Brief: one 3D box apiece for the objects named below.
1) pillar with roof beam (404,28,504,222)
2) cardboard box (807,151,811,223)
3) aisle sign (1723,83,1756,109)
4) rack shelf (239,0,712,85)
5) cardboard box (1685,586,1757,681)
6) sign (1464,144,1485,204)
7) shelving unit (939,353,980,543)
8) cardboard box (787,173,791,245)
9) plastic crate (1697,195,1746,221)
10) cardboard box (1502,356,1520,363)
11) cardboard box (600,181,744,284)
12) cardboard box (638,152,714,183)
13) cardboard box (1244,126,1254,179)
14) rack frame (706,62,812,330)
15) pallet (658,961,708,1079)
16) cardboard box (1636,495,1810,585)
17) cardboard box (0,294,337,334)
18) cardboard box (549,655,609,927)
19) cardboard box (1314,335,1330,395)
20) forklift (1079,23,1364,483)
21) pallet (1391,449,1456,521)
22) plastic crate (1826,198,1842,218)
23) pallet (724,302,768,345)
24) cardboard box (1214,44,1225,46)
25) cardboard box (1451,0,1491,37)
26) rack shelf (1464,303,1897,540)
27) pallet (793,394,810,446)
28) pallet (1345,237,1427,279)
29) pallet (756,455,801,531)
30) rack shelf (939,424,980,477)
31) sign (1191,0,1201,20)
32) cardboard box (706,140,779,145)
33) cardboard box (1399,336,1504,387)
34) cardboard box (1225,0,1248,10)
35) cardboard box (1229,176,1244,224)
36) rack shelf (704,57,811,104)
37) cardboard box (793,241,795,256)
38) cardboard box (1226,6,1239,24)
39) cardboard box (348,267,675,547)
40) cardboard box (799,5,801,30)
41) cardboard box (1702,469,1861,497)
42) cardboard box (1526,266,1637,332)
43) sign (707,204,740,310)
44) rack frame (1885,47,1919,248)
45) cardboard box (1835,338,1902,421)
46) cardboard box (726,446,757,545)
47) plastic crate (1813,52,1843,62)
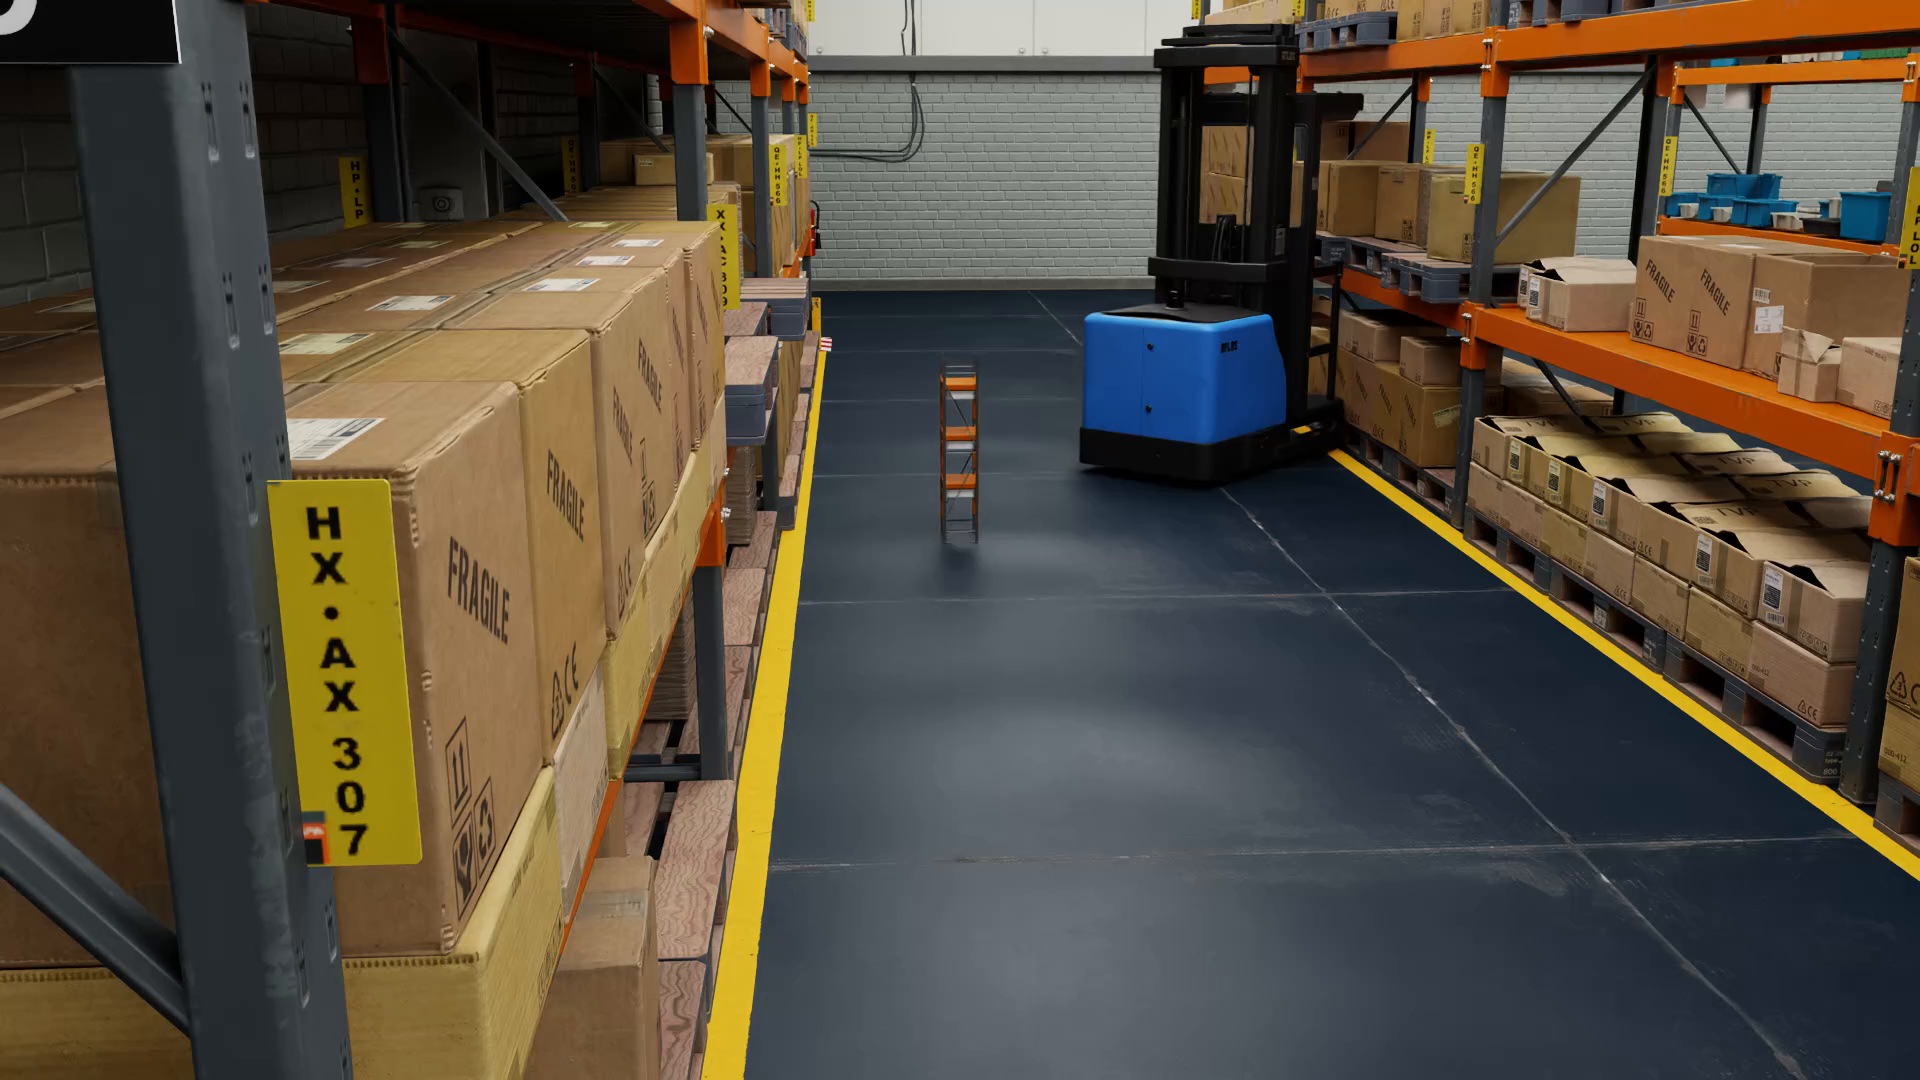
[{"bbox_3d":[1.980,-4.086,7.348,9.100,9.000,0.400,-1,14,-3],"label":"pillar with roof beam"},{"bbox_3d":[-1.988,-3.459,16.349,0.980,0.700,0.700,0,14,-1],"label":"cardboard box"},{"bbox_3d":[8.146,-4.875,17.236,0.394,0.787,0.004,-1,14,-3],"label":"aisle sign"},{"bbox_3d":[-1.162,-1.063,3.062,1.077,0.370,4.000,-1,14,-3],"label":"rack shelf"},{"bbox_3d":[3.313,0.370,6.743,0.500,0.250,0.500,-1,14,-4],"label":"cardboard box"},{"bbox_3d":[2.869,-2.040,9.270,0.100,0.325,0.005,-1,14,-3],"label":"sign"},{"bbox_3d":[-0.003,-0.522,9.447,0.215,1.050,0.252,-1,14,-3],"label":"shelving unit"},{"bbox_3d":[-1.437,-2.285,11.550,0.500,0.500,0.500,-1,14,-3],"label":"cardboard box"},{"bbox_3d":[7.586,-3.311,16.591,0.416,0.233,0.300,-1,14,-3],"label":"plastic crate"},{"bbox_3d":[3.565,-1.033,11.655,0.500,0.500,0.500,-1,14,-5],"label":"cardboard box"},{"bbox_3d":[-1.495,-1.596,8.625,0.700,0.500,0.500,-3,15,-10],"label":"cardboard box"},{"bbox_3d":[-1.483,-1.941,8.666,0.380,0.149,0.250,-3,15,-11],"label":"cardboard box"},{"bbox_3d":[2.807,-3.430,14.631,0.500,0.500,0.500,-1,14,-3],"label":"cardboard box"},{"bbox_3d":[-2.030,-3.440,16.878,1.000,3.000,0.127,-1,14,-3],"label":"rack frame"},{"bbox_3d":[-1.131,1.365,3.798,1.003,0.211,1.213,-1,14,-3],"label":"pallet"},{"bbox_3d":[3.280,-0.027,7.160,0.500,0.311,0.500,-1,14,-4],"label":"cardboard box"},{"bbox_3d":[-1.337,-0.129,2.765,0.500,0.500,0.500,-1,14,-5],"label":"cardboard box"},{"bbox_3d":[-0.798,0.346,2.421,0.500,0.250,0.500,-1,14,-5],"label":"cardboard box"},{"bbox_3d":[2.993,-1.269,12.572,0.500,0.500,0.500,-1,14,-3],"label":"cardboard box"},{"bbox_3d":[2.116,-2.098,11.797,1.130,2.935,3.031,11,18,37],"label":"forklift"},{"bbox_3d":[3.402,-0.364,10.518,1.003,0.211,1.213,-1,14,-3],"label":"pallet"},{"bbox_3d":[8.196,-2.953,15.101,0.437,0.282,0.530,-1,14,-3],"label":"plastic crate"},{"bbox_3d":[-1.370,-0.866,7.258,1.003,0.211,1.213,-1,14,-3],"label":"pallet"},{"bbox_3d":[2.711,-4.642,15.828,0.500,0.250,0.500,-1,14,-3],"label":"cardboard box"},{"bbox_3d":[3.349,-3.137,9.480,0.910,0.500,0.500,-1,14,-3],"label":"cardboard box"},{"bbox_3d":[3.534,-0.682,7.603,1.077,0.370,4.000,-1,14,-3],"label":"rack shelf"},{"bbox_3d":[-1.659,-0.904,12.618,1.003,0.211,1.213,-1,14,-3],"label":"pallet"},{"bbox_3d":[3.285,-1.919,11.350,1.003,0.211,1.213,-1,14,-3],"label":"pallet"},{"bbox_3d":[-1.507,-0.298,10.260,1.003,0.211,1.213,-1,14,-3],"label":"pallet"},{"bbox_3d":[-0.003,-0.511,9.450,0.215,0.259,0.240,-1,14,-3],"label":"rack shelf"},{"bbox_3d":[2.373,-5.385,16.664,0.100,0.325,0.005,-1,14,-3],"label":"sign"},{"bbox_3d":[-1.339,-2.267,9.974,0.500,0.250,0.500,-1,14,-4],"label":"cardboard box"},{"bbox_3d":[3.110,-1.137,10.554,0.500,0.250,0.500,0,14,-1],"label":"cardboard box"},{"bbox_3d":[2.909,-5.250,15.684,0.700,0.500,0.500,-1,14,-3],"label":"cardboard box"},{"bbox_3d":[2.774,-3.074,15.255,0.500,0.500,0.500,-1,14,-3],"label":"cardboard box"},{"bbox_3d":[-1.906,-4.047,14.661,1.077,0.370,4.000,-1,14,-3],"label":"rack shelf"},{"bbox_3d":[-1.439,-2.192,12.488,0.380,0.149,0.250,-1,14,-2],"label":"cardboard box"},{"bbox_3d":[2.748,-4.760,15.283,0.500,0.250,0.500,-1,14,-3],"label":"cardboard box"},{"bbox_3d":[-0.858,-0.265,3.291,0.500,0.500,0.500,0,14,-2],"label":"cardboard box"},{"bbox_3d":[-1.618,-4.508,14.265,0.500,0.250,0.500,-1,14,-5],"label":"cardboard box"},{"bbox_3d":[3.784,-0.166,7.701,0.500,0.311,0.500,0,14,-2],"label":"cardboard box"},{"bbox_3d":[3.272,-1.260,8.581,0.500,0.311,0.500,-1,14,-4],"label":"cardboard box"},{"bbox_3d":[-0.745,-0.886,5.211,0.100,0.325,0.005,-1,14,-3],"label":"sign"},{"bbox_3d":[8.106,-2.599,13.606,1.000,3.000,0.127,-1,14,-3],"label":"rack frame"},{"bbox_3d":[3.584,-0.583,6.072,0.500,0.250,0.500,0,14,0],"label":"cardboard box"},{"bbox_3d":[-1.437,-0.275,8.709,0.700,0.500,0.500,-1,14,-3],"label":"cardboard box"},{"bbox_3d":[7.648,-4.234,14.472,0.293,0.136,0.466,-1,14,-3],"label":"plastic crate"}]
